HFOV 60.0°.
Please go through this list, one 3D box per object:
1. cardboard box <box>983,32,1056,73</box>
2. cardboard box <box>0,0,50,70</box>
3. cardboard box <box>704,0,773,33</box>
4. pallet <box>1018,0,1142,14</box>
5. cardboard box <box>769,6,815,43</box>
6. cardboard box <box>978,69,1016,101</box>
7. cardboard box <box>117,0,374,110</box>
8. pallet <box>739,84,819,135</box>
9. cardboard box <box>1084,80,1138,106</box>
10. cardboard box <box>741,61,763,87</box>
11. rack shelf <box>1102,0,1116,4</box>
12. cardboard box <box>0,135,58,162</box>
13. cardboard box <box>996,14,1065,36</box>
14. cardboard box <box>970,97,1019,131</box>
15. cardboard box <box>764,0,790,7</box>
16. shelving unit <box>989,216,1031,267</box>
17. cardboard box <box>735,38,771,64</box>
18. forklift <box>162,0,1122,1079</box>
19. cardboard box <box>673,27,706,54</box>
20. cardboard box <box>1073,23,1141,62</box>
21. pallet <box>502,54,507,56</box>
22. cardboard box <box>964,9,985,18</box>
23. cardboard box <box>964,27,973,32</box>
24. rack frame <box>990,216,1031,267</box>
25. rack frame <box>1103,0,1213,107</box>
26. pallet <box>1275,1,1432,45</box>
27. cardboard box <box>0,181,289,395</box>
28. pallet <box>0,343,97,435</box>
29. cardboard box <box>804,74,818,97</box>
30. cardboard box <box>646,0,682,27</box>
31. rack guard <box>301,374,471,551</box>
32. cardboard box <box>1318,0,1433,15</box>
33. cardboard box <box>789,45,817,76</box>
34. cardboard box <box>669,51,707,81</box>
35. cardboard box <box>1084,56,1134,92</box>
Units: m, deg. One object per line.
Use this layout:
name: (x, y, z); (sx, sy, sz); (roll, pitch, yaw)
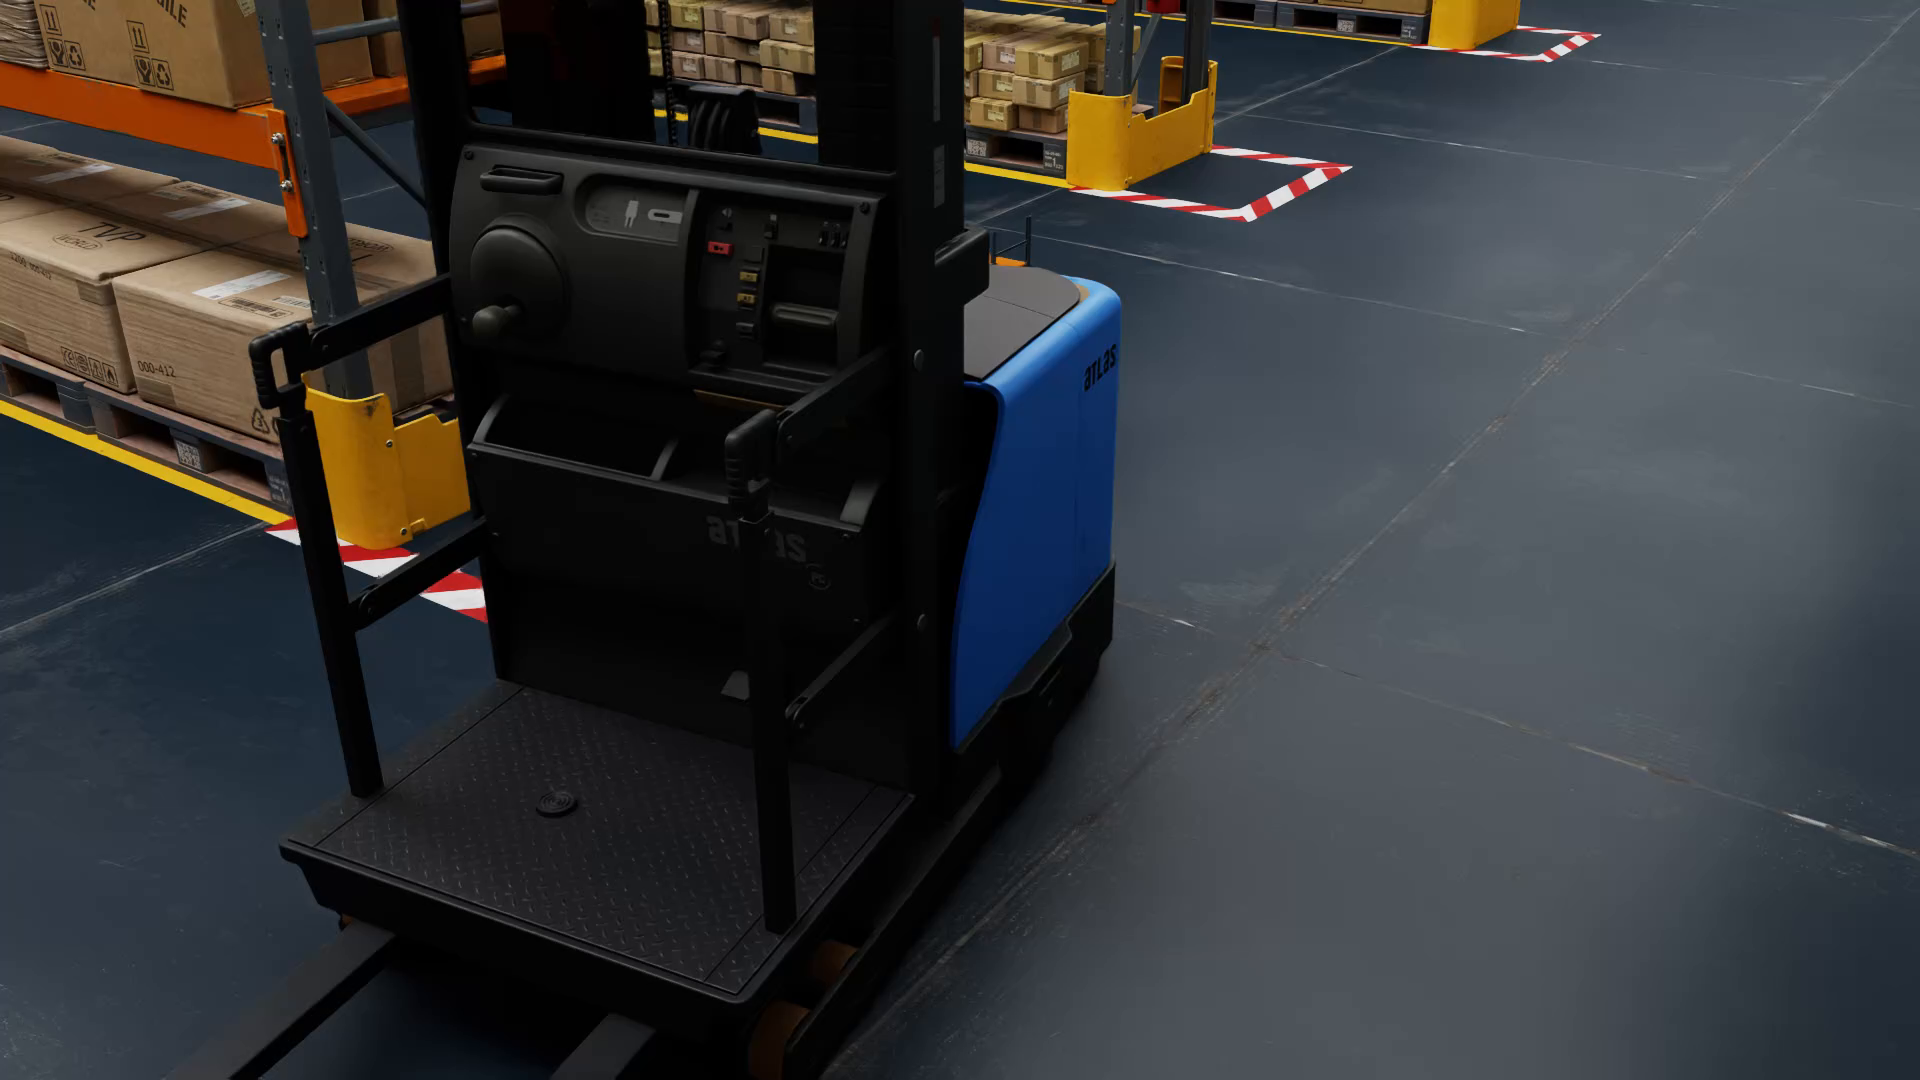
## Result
cardboard box: (0.335, -2.746, 9.363); (0.250, 0.149, 0.380); (18, 32, 31)
cardboard box: (-3.012, -1.893, 5.552); (0.500, 0.500, 0.500); (18, 32, 32)
cardboard box: (-1.384, -3.282, 10.416); (0.250, 0.149, 0.380); (16, 31, 29)
pallet: (1.266, -4.825, 14.499); (1.213, 0.211, 1.003); (17, 32, 30)
cardboard box: (-0.949, -3.147, 10.151); (0.250, 0.149, 0.380); (16, 31, 28)
cardboard box: (0.308, -2.602, 9.408); (0.250, 0.149, 0.380); (16, 31, 29)
cardboard box: (-2.178, -1.630, 5.035); (0.500, 0.500, 0.500); (18, 32, 31)
pallet: (-0.625, -2.749, 10.419); (1.213, 0.211, 1.003); (17, 32, 30)
cardboard box: (0.839, -2.608, 9.747); (0.250, 0.149, 0.380); (18, 32, 31)
cardboard box: (-1.157, -2.952, 10.423); (0.250, 0.149, 0.380); (16, 31, 28)
rack shelf: (-0.559, -3.630, 9.869); (4.000, 0.370, 1.077); (17, 32, 30)
cardboard box: (-4.470, -1.431, 7.117); (0.875, 0.438, 0.875); (17, 31, 30)
cardboard box: (0.419, -3.019, 9.899); (0.250, 0.149, 0.380); (17, 32, 30)
cardboard box: (0.268, -2.439, 9.415); (0.250, 0.149, 0.380); (18, 32, 32)
cardboard box: (-1.155, -3.444, 10.734); (0.250, 0.149, 0.380); (18, 32, 32)
shelving unit: (0.044, -0.454, 4.985); (0.252, 1.050, 0.215); (17, 32, 30)
cardboard box: (-1.175, -3.070, 10.328); (0.250, 0.149, 0.380); (19, 33, 33)
forklift: (-0.665, -0.481, 2.963); (1.130, 2.935, 3.031); (12, 29, 22)
cardboard box: (-1.610, -3.220, 10.622); (0.250, 0.149, 0.380); (17, 32, 30)
cardboard box: (0.850, -2.880, 9.627); (0.250, 0.149, 0.380); (16, 31, 28)
pallet: (-2.851, -3.421, 11.739); (1.213, 0.211, 1.003); (17, 32, 30)
cardboard box: (-0.055, -3.126, 10.110); (0.250, 0.149, 0.380); (19, 32, 32)
cardboard box: (-0.128, -2.855, 9.577); (0.250, 0.149, 0.380); (16, 31, 28)
rack frame: (0.145, -0.423, 4.923); (0.008, 1.050, 0.200); (17, 32, 30)
rack frame: (1.089, -3.437, 8.696); (0.127, 3.000, 1.000); (17, 32, 30)
pallet: (3.277, -4.199, 13.267); (1.213, 0.211, 1.003); (17, 32, 30)
cardboard box: (-2.990, -0.970, 6.210); (0.875, 0.438, 0.875); (18, 32, 32)
pallet: (-3.335, -0.807, 6.603); (1.213, 0.211, 1.003); (17, 32, 30)
cardboard box: (-0.737, -2.810, 10.145); (0.250, 0.149, 0.380); (18, 32, 32)
cardboard box: (-1.848, -3.387, 10.622); (0.250, 0.149, 0.380); (19, 33, 33)
rack guard: (-1.610, -0.440, 5.564); (0.348, 0.500, 1.175); (17, 32, 30)
cardboard box: (3.408, -4.640, 12.940); (0.875, 0.875, 0.875); (17, 32, 30)
cardboard box: (-0.814, -2.909, 10.011); (0.250, 0.149, 0.380); (18, 32, 31)
cardboard box: (-1.636, -3.054, 10.625); (0.250, 0.149, 0.380); (17, 32, 30)
cardboard box: (0.803, -2.717, 9.633); (0.250, 0.149, 0.380); (19, 32, 32)
